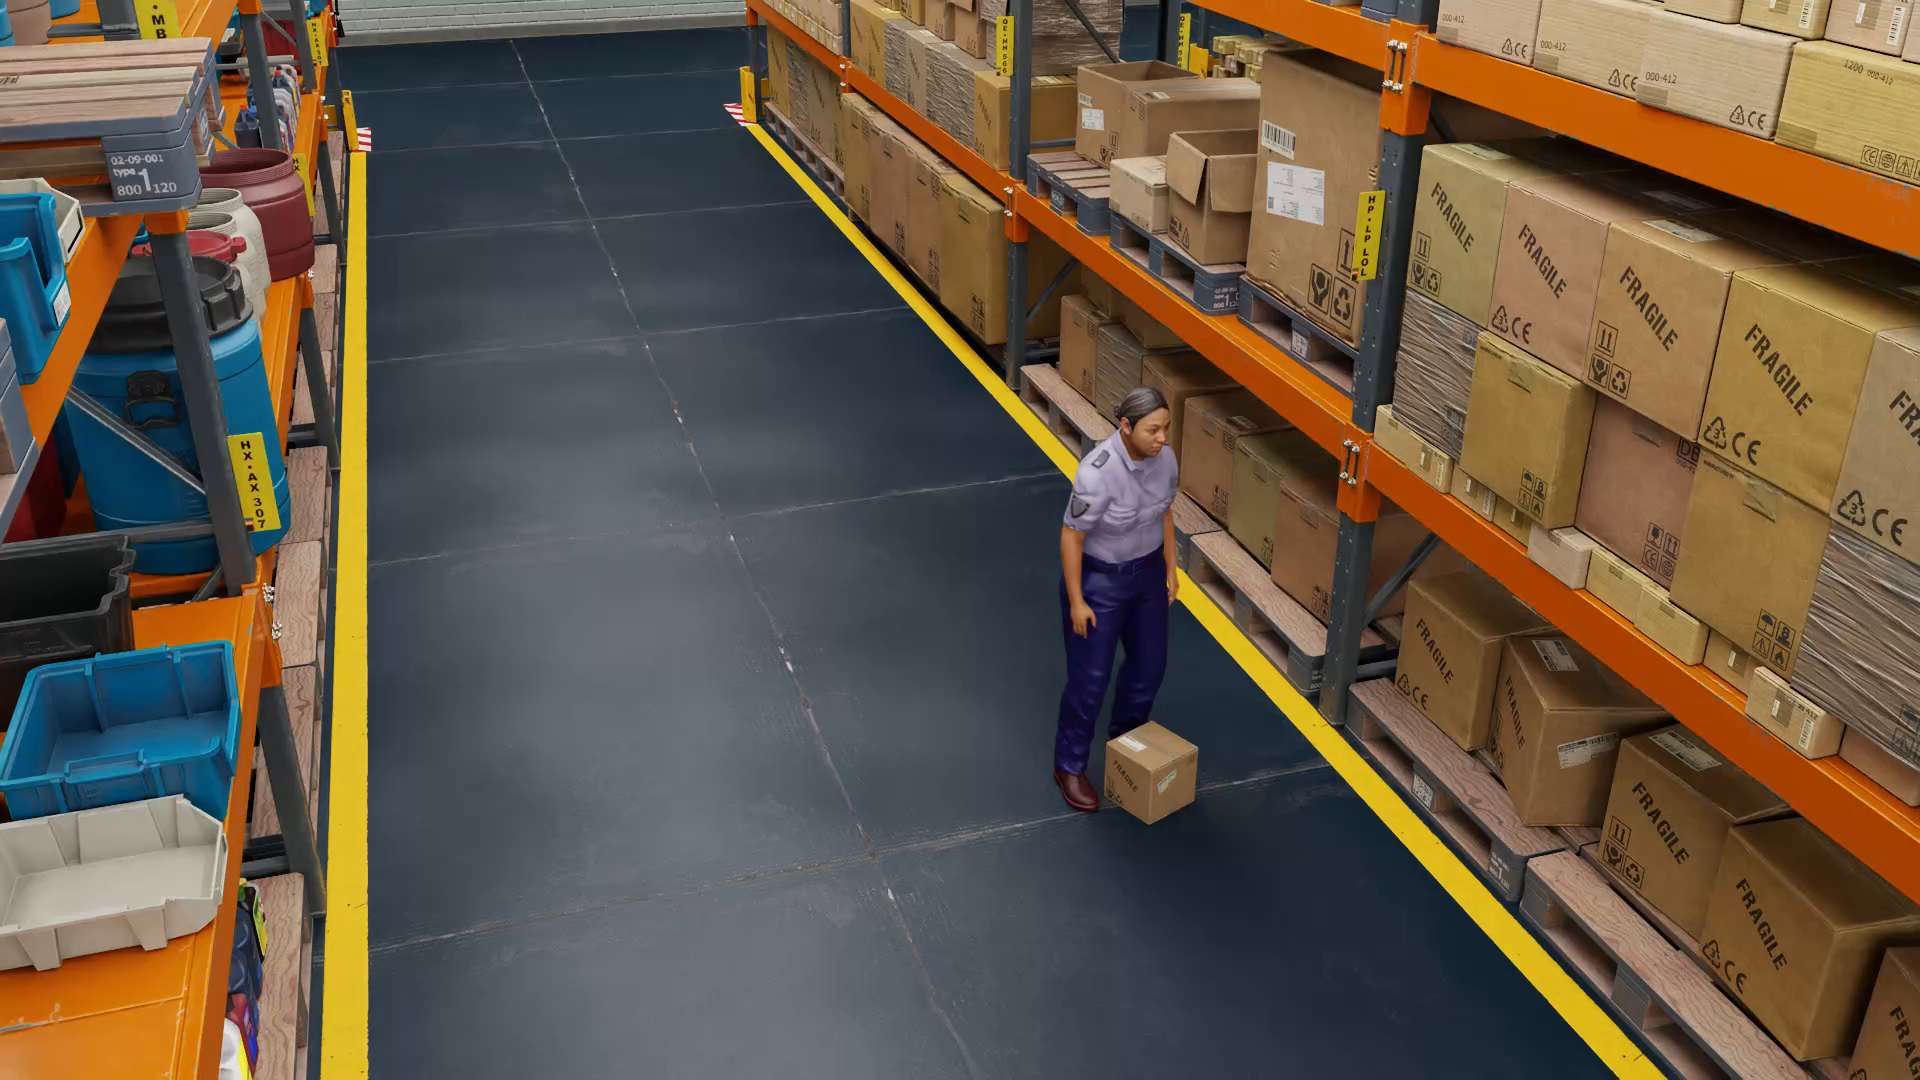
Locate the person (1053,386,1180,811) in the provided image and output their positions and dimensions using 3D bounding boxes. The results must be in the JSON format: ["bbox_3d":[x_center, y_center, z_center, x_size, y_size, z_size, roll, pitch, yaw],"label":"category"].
[{"bbox_3d":[0.592,0.193,6.265,0.555,1.626,0.366,-18,31,-31],"label":"person"}]
